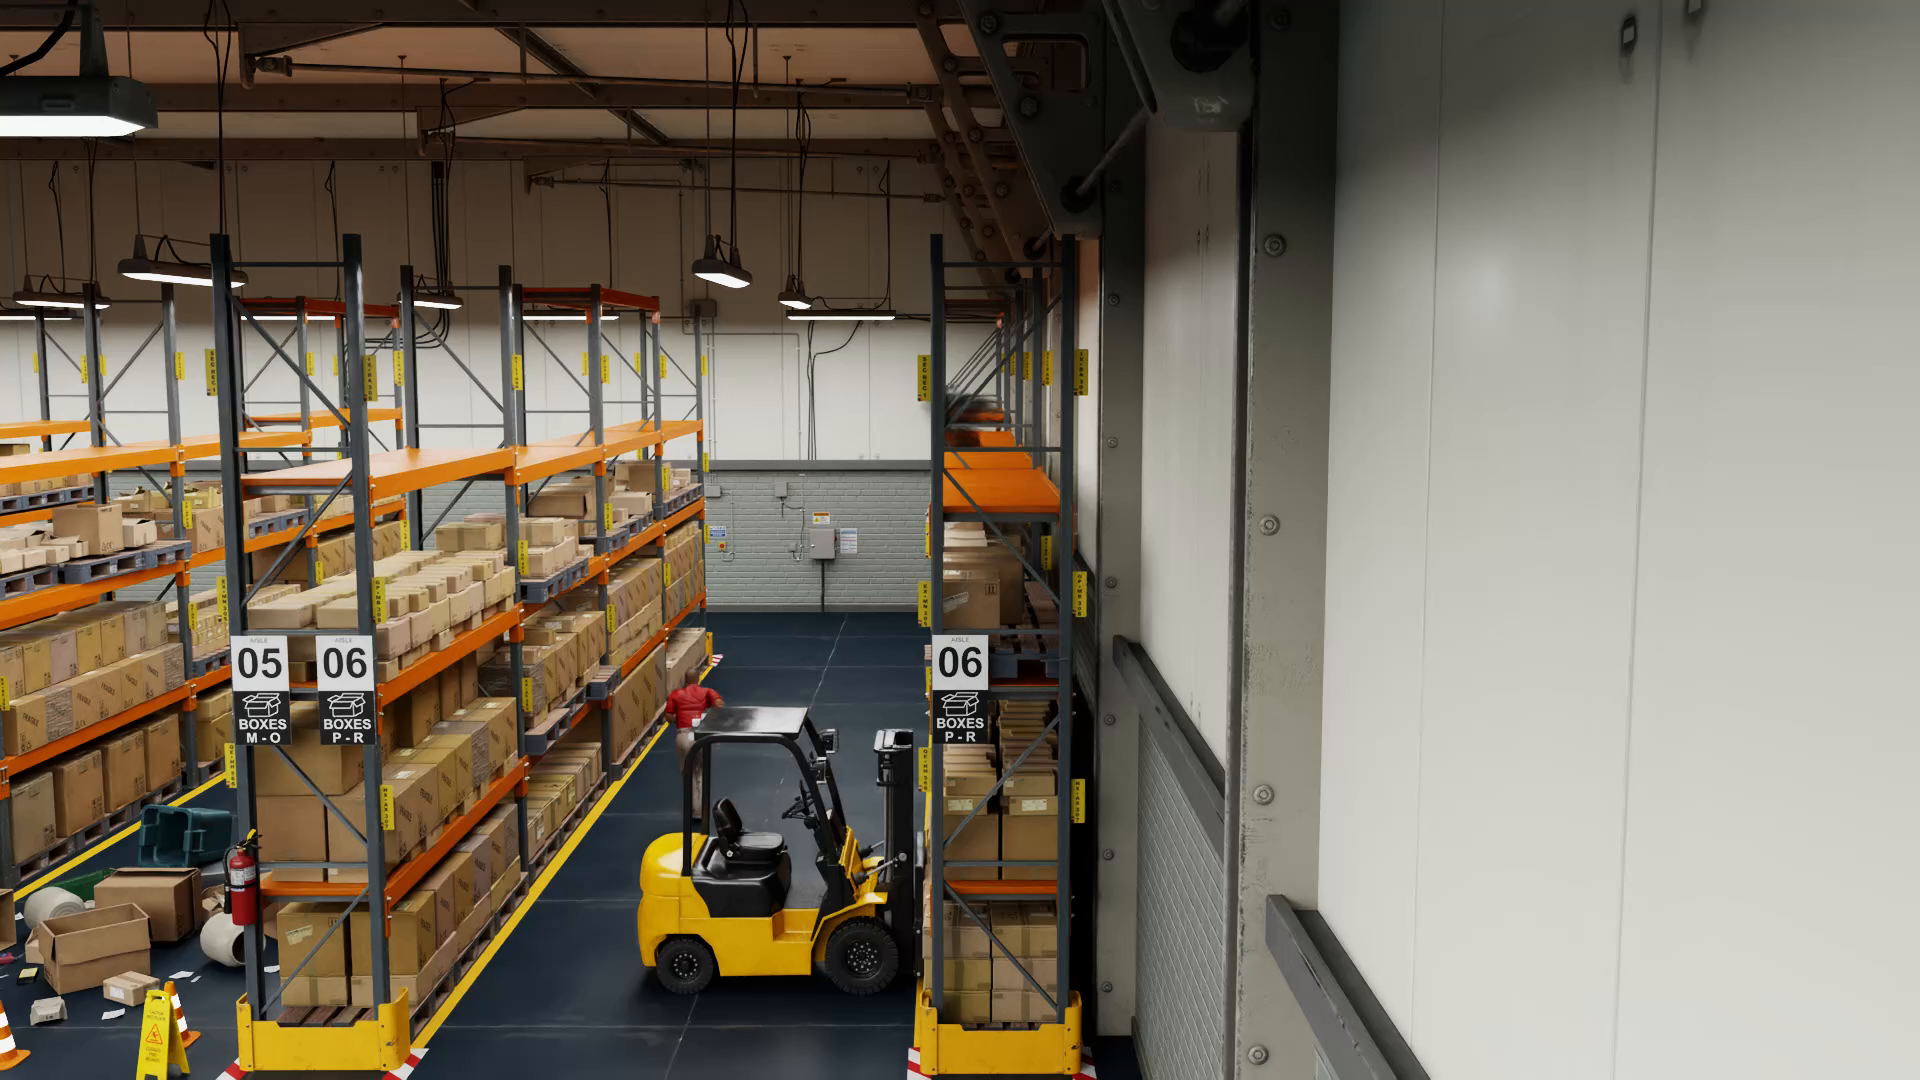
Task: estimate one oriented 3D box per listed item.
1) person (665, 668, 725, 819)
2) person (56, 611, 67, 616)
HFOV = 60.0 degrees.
[{"bbox_3d":[-2.998,2.281,18.786,0.637,1.652,0.736,-2,7,-15],"label":"person"},{"bbox_3d":[-12.265,1.801,22.854,0.721,1.712,0.704,-2,7,-16],"label":"person"}]
